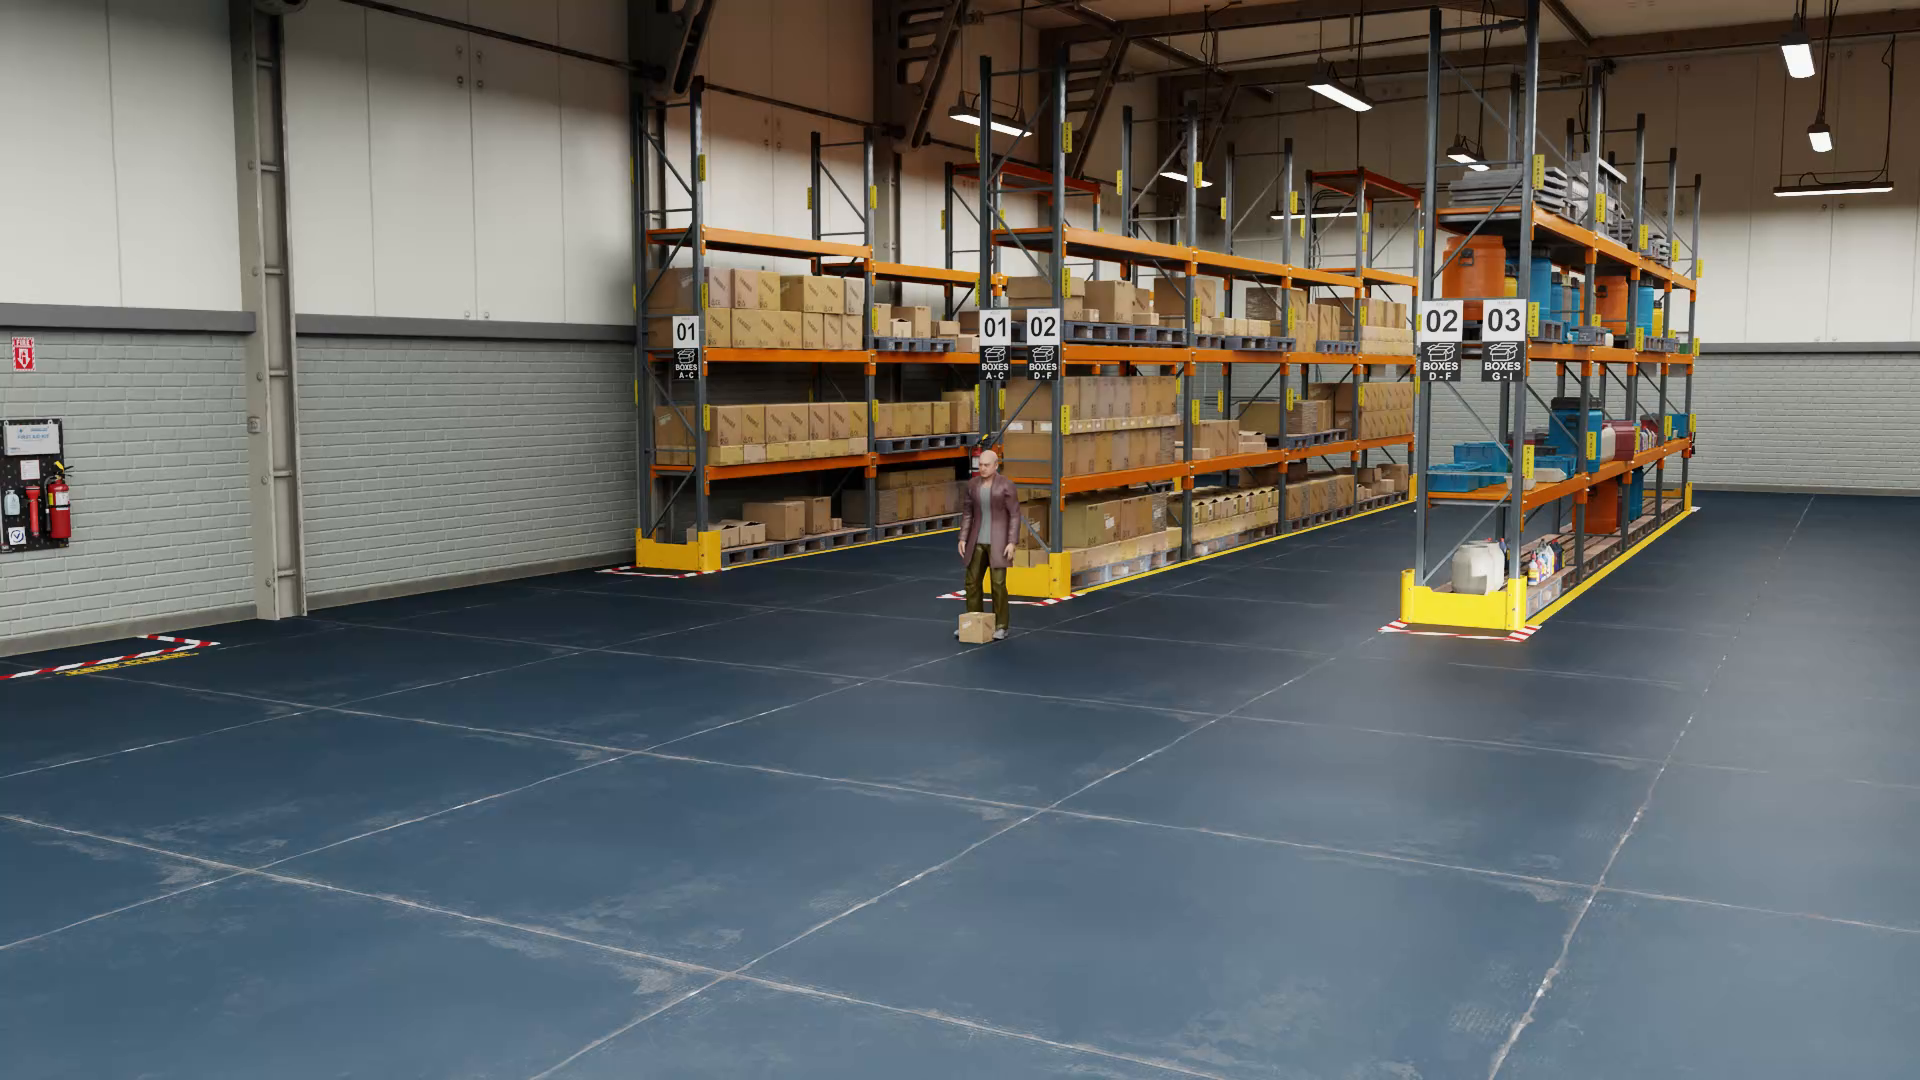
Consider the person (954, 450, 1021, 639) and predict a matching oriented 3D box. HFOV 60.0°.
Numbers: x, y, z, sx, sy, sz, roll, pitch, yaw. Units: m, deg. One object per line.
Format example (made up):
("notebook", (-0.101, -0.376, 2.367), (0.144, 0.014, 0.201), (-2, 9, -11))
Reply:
("person", (0.271, 0.038, 15.690), (0.642, 1.774, 0.421), (3, 7, 29))
